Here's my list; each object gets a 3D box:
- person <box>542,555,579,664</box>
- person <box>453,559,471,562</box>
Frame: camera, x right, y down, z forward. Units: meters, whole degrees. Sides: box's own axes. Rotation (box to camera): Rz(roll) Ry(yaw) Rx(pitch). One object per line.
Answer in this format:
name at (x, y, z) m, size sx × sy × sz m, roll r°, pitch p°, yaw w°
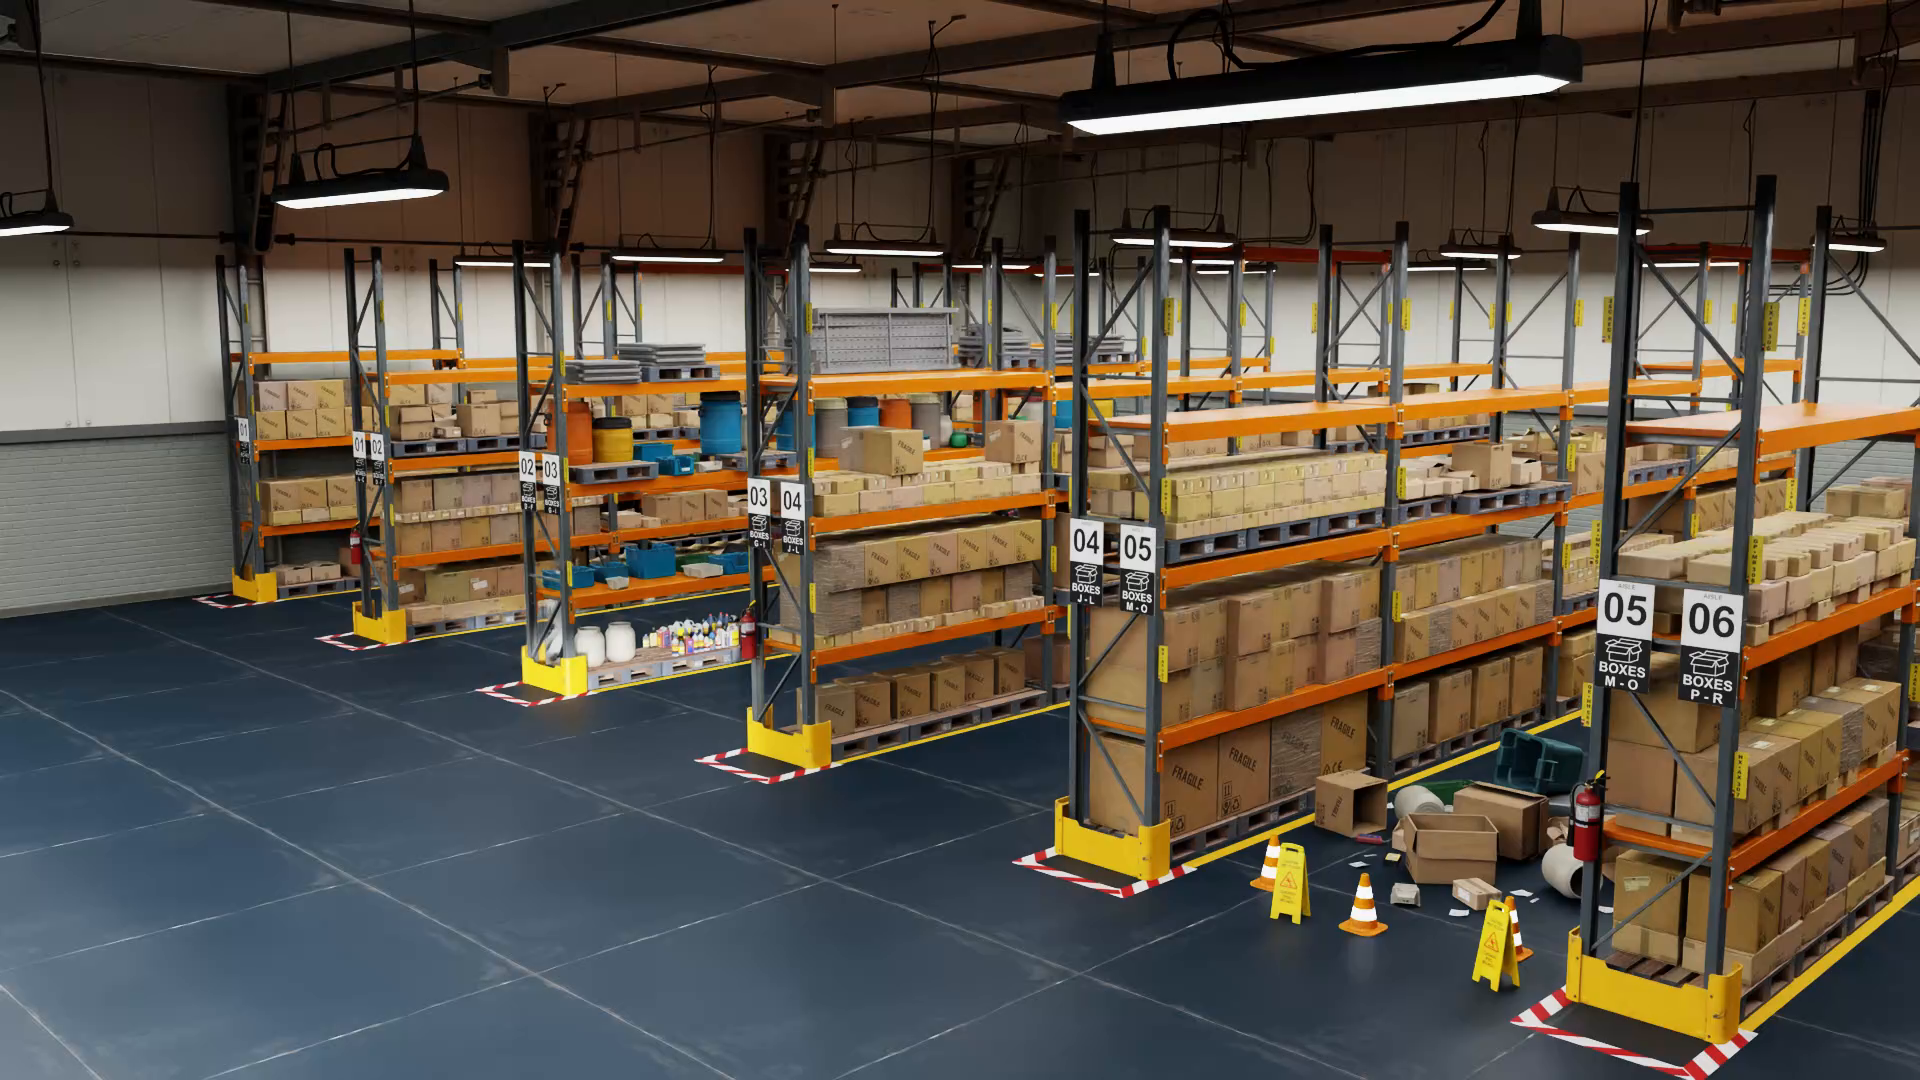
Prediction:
person at (-5.774, 0.996, 24.108) m, size 0.555 × 1.558 × 0.722 m, roll 8°, pitch 11°, yaw 44°
person at (-9.287, -0.022, 30.601) m, size 0.464 × 1.709 × 0.571 m, roll -5°, pitch 9°, yaw -31°
